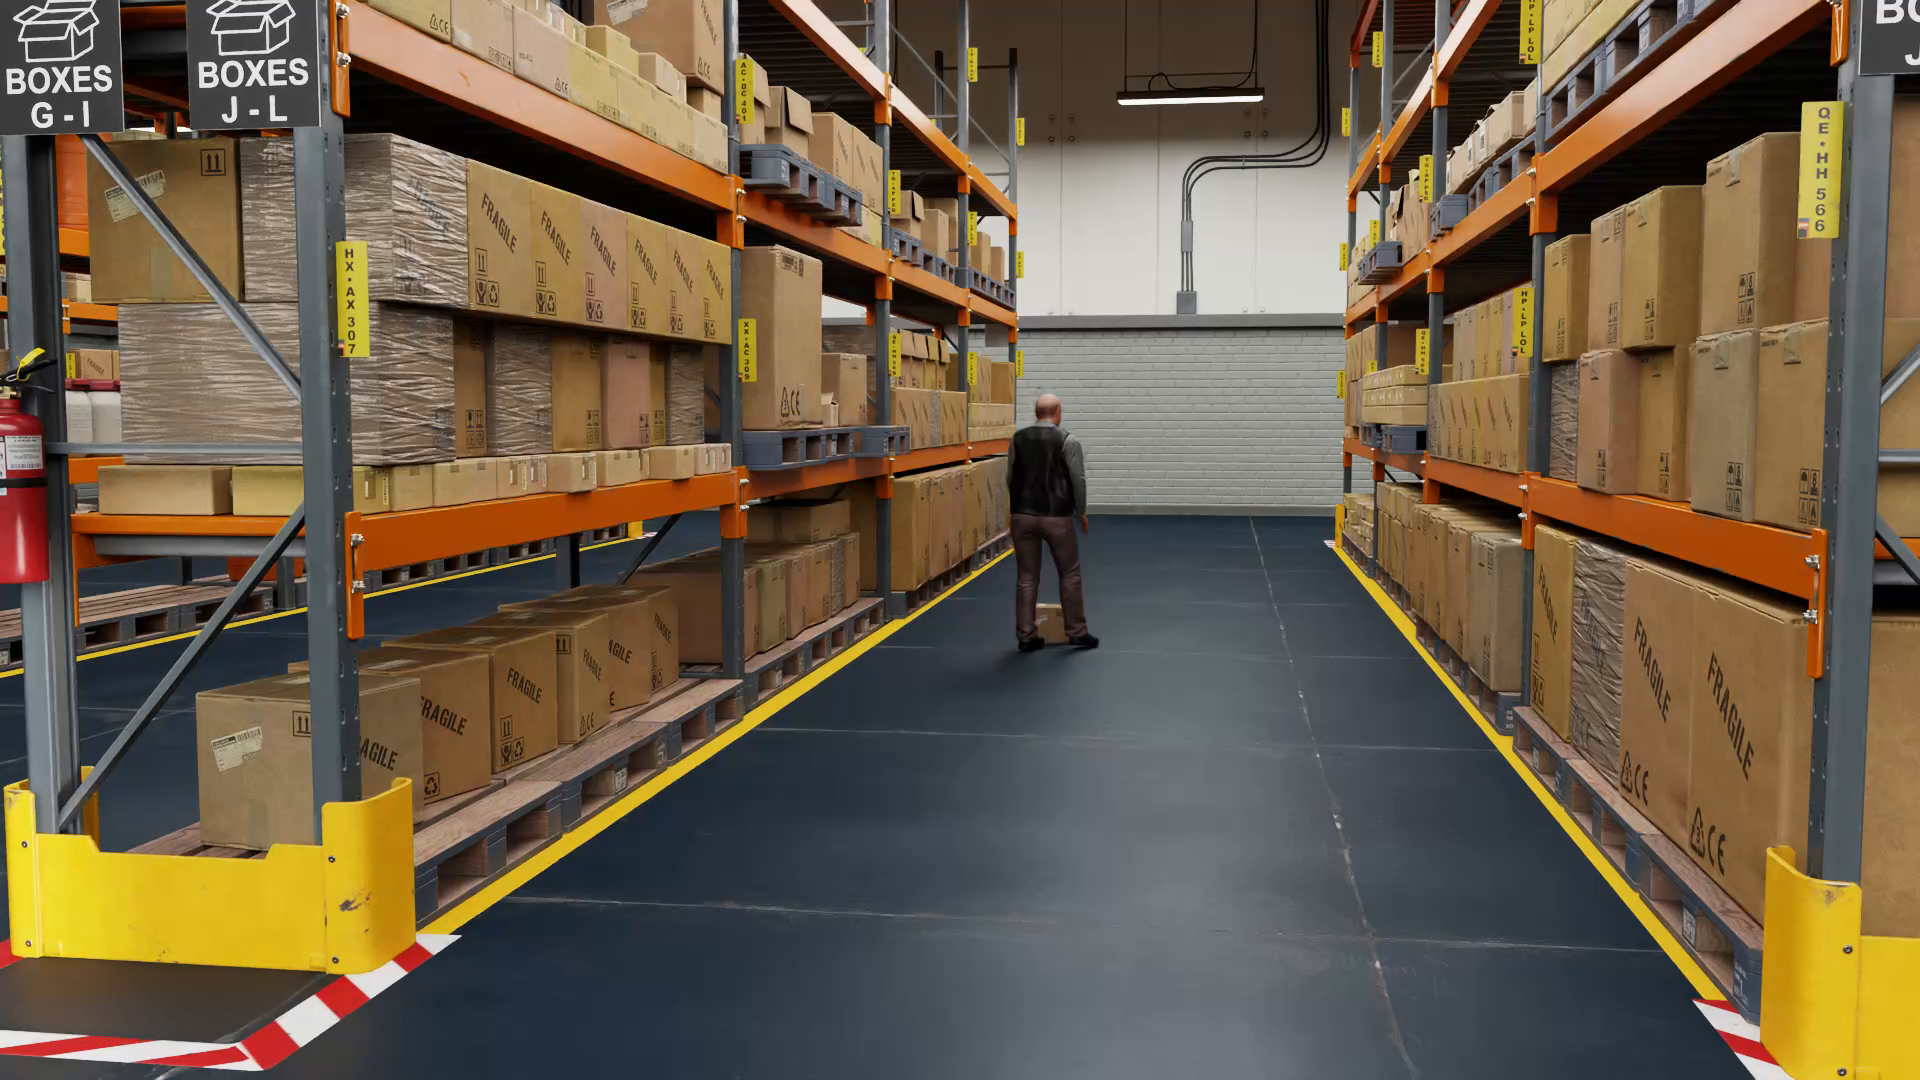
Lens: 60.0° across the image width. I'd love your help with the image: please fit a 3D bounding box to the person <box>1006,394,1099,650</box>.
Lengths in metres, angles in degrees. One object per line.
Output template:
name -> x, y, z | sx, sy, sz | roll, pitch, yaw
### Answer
person -> 0.610, -0.128, 11.269 | 0.572, 1.719, 0.561 | 2, 5, 21
